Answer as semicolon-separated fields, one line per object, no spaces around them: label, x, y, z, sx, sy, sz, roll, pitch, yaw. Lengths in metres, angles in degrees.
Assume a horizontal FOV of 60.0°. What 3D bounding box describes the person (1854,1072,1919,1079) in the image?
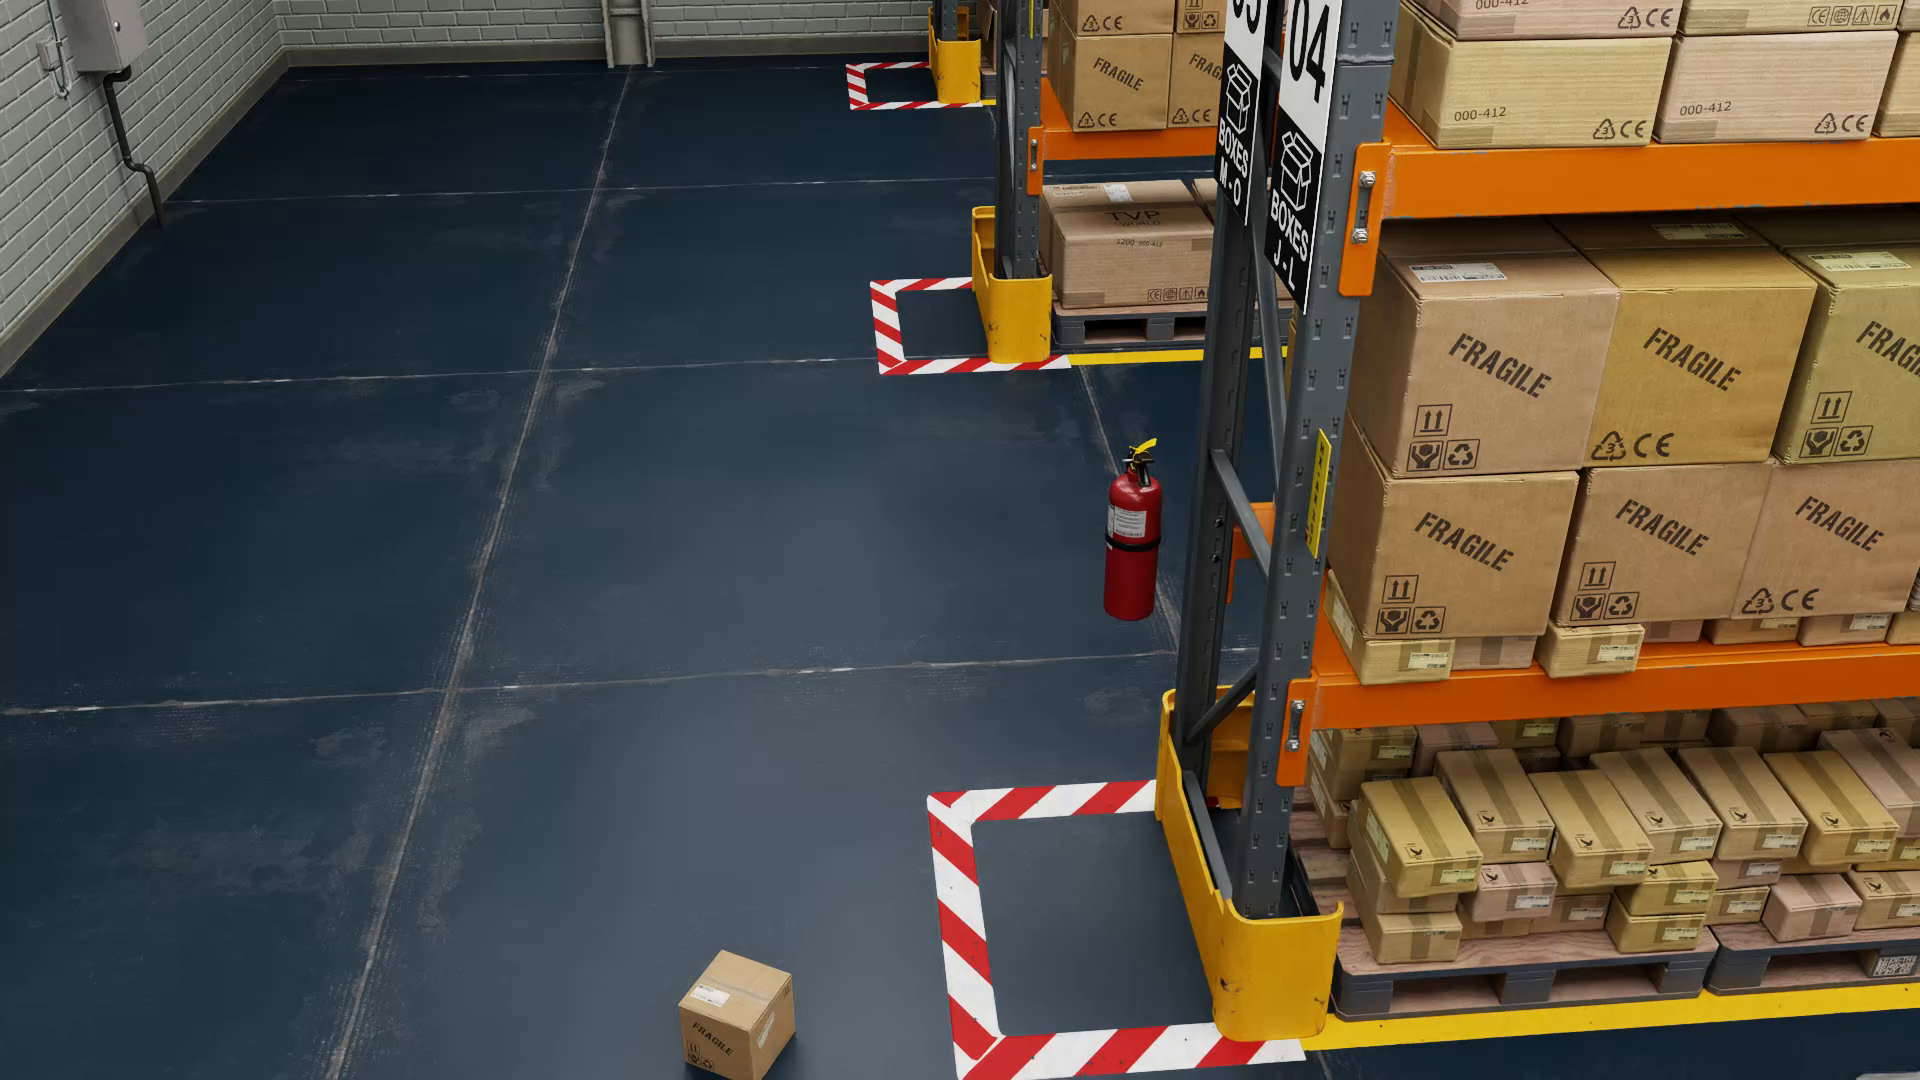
person;1.751;1.704;3.257;0.443;1.682;0.502;16;35;24
